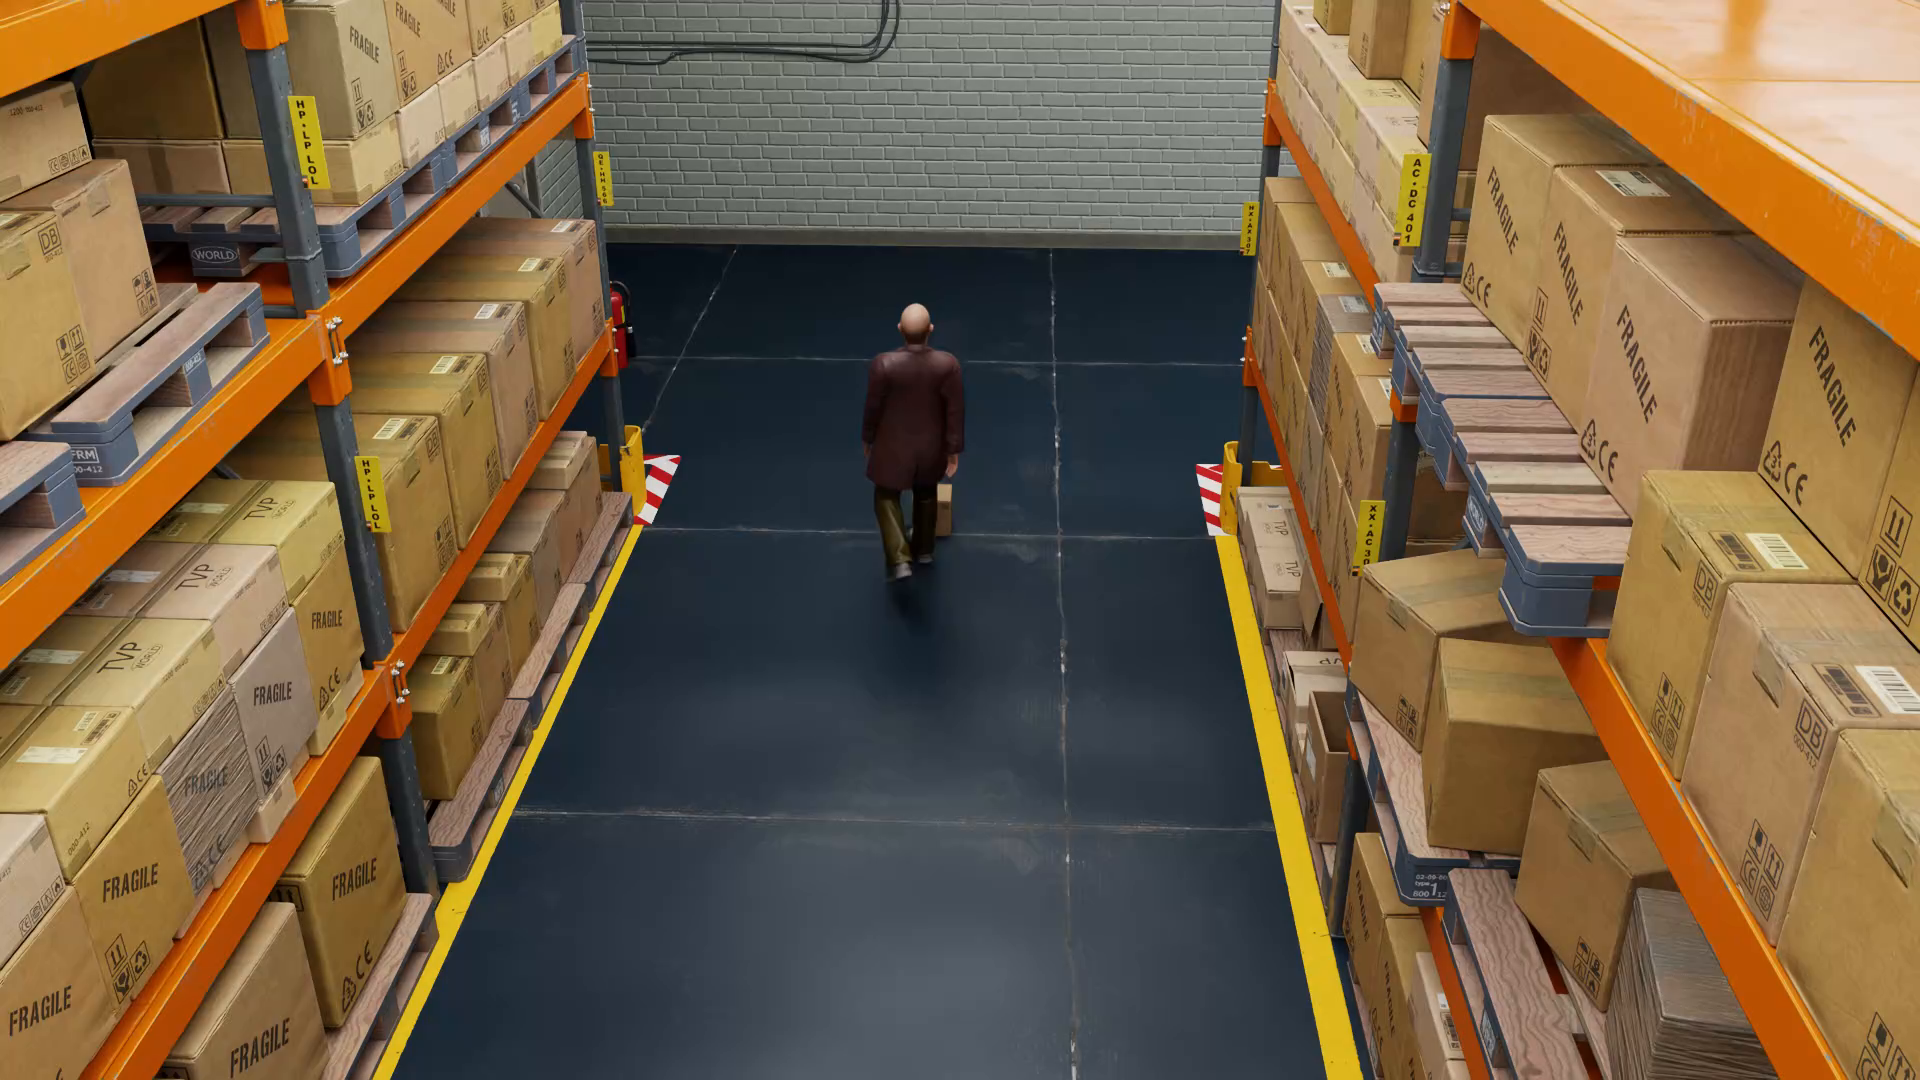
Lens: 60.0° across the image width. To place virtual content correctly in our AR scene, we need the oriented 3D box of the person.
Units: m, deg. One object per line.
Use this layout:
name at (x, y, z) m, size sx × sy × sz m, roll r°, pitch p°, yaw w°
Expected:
person at (-0.284, -0.575, 9.719) m, size 0.581 × 1.750 × 0.918 m, roll -6°, pitch 28°, yaw -12°
